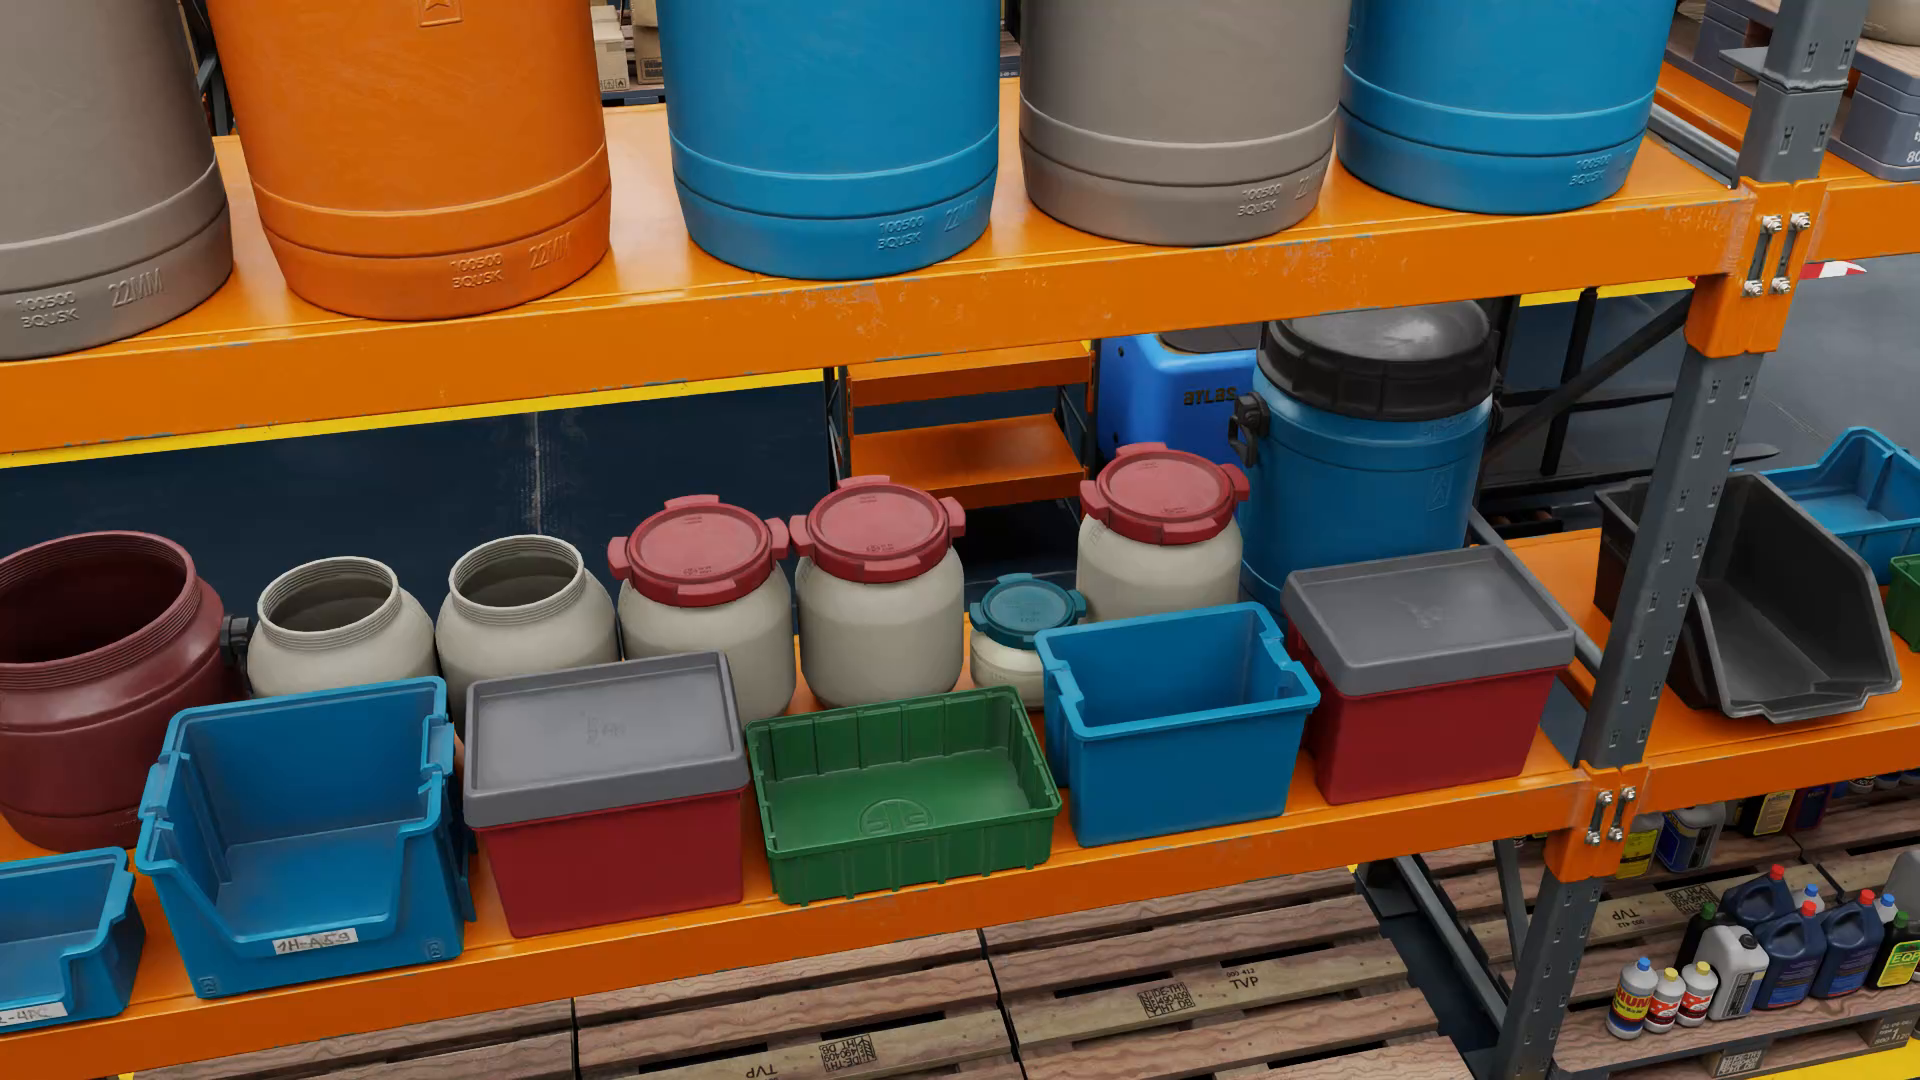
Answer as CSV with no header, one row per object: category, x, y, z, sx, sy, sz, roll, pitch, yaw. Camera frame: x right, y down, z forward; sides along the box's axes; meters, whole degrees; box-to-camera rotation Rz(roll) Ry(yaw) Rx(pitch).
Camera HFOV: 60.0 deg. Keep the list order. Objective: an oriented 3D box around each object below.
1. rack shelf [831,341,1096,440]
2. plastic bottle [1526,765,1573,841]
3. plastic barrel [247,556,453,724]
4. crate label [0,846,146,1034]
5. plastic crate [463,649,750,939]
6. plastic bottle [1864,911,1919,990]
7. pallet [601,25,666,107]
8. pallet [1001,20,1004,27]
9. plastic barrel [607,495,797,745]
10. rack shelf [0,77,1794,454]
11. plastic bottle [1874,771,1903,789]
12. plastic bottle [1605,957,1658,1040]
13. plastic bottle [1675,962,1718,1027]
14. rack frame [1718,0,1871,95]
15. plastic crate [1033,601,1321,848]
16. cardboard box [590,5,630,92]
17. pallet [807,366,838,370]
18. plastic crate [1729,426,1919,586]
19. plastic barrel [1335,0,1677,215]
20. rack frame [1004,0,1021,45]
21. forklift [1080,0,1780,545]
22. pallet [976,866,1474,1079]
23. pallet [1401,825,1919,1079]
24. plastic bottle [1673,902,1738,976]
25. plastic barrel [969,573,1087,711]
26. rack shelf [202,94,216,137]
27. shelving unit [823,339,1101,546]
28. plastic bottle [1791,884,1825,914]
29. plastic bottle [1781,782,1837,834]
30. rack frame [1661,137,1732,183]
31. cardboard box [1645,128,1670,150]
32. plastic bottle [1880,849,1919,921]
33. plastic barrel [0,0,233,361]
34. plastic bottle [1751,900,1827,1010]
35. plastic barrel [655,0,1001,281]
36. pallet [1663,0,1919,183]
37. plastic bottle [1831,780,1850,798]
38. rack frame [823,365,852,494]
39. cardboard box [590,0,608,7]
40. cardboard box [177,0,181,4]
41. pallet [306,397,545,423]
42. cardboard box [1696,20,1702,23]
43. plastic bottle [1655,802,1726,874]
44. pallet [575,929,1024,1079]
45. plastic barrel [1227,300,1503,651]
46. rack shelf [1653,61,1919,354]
rack shelf,-0.007,-0.709,6.772,1.000,0.278,0.538,-7,35,-11
plastic bottle,1.893,0.841,5.348,0.133,0.283,0.061,-6,34,-8
plastic barrel,-1.449,0.337,3.955,0.421,0.512,0.421,0,34,0
crate label,-1.911,0.847,3.445,0.416,0.233,0.303,-7,35,-11
plastic crate,-0.761,0.567,3.656,0.583,0.464,0.402,-7,35,-11
plastic bottle,2.730,1.185,4.835,0.133,0.283,0.061,-6,34,-8
pallet,-1.576,-2.252,8.086,1.213,0.211,1.003,-7,35,-11
pallet,0.167,-4.159,13.258,1.213,0.211,1.003,-7,35,-11
plastic barrel,-0.623,0.220,4.109,0.433,0.535,0.433,0,34,0
rack shelf,-0.454,-0.567,3.356,4.000,0.370,1.077,-7,35,-11
plastic bottle,3.129,0.701,5.567,0.097,0.271,0.097,0,34,0
plastic bottle,1.904,1.284,4.699,0.097,0.271,0.097,0,34,0
plastic bottle,2.102,1.288,4.756,0.097,0.201,0.097,0,34,0
rack frame,1.497,-2.357,2.686,0.127,3.000,1.000,-7,35,-11
plastic crate,0.489,0.446,3.908,0.575,0.384,0.392,-7,35,-11
cardboard box,-1.812,-2.259,7.682,0.500,0.250,0.500,-8,35,-12
pallet,-0.355,-1.303,9.003,1.213,0.211,1.003,-7,35,-11
plastic crate,2.516,-0.088,4.822,0.616,0.251,0.499,-7,35,-11
plastic barrel,1.048,-1.139,3.113,0.708,0.901,0.600,-7,35,-11
rack frame,0.404,-2.558,8.369,0.127,3.000,1.000,-7,35,-11
forklift,2.120,-1.435,6.757,3.031,2.935,1.130,-7,34,-10
pallet,0.739,1.410,4.960,1.213,0.211,1.003,-7,35,-11
pallet,2.161,1.232,5.224,1.213,0.211,1.003,-7,35,-11
plastic bottle,2.189,1.166,4.863,0.133,0.283,0.061,-7,35,-11
plastic barrel,0.172,0.271,4.278,0.301,0.262,0.301,0,34,0
rack shelf,-5.448,-1.521,7.471,4.000,0.370,1.077,-7,35,-11
shelving unit,-0.007,-0.466,6.935,1.048,1.125,0.538,-7,35,-11
plastic bottle,2.490,1.127,4.932,0.097,0.271,0.097,0,34,0
plastic bottle,2.747,0.820,5.378,0.133,0.283,0.061,-7,35,-11
rack frame,4.305,-3.049,9.102,0.127,3.000,1.000,-7,35,-11
cardboard box,3.693,-2.118,9.581,0.500,0.500,0.500,-1,34,-2
plastic bottle,2.917,1.056,5.034,0.135,0.276,0.152,-7,35,-11
plastic barrel,-1.556,-0.811,2.624,0.600,0.901,0.600,0,34,0
plastic bottle,2.375,1.178,4.785,0.185,0.351,0.144,-6,34,-9
plastic barrel,-0.227,-0.978,2.874,0.708,0.901,0.600,-7,35,-11
pallet,2.179,-1.175,3.786,1.003,0.211,1.213,-7,35,-11
plastic bottle,2.931,0.726,5.530,0.097,0.271,0.097,0,34,0
rack frame,-0.502,-0.404,6.842,0.032,1.125,0.500,-7,35,-11
cardboard box,-3.027,-4.150,12.384,0.750,0.750,1.050,-7,34,-10
cardboard box,-5.593,-3.927,11.604,0.500,0.250,0.500,-7,34,-10
pallet,-2.735,-1.003,8.556,1.213,0.211,1.003,-7,35,-11
cardboard box,3.829,-2.767,8.907,0.250,0.149,0.380,-7,35,-11
plastic bottle,2.306,0.901,5.266,0.135,0.276,0.152,-7,35,-11
pallet,-0.453,1.562,4.733,1.213,0.211,1.003,-7,35,-11
plastic barrel,1.053,-0.191,4.393,0.708,0.901,0.600,-7,35,-11
rack shelf,3.447,-1.058,4.089,4.000,0.370,1.077,-7,35,-11
